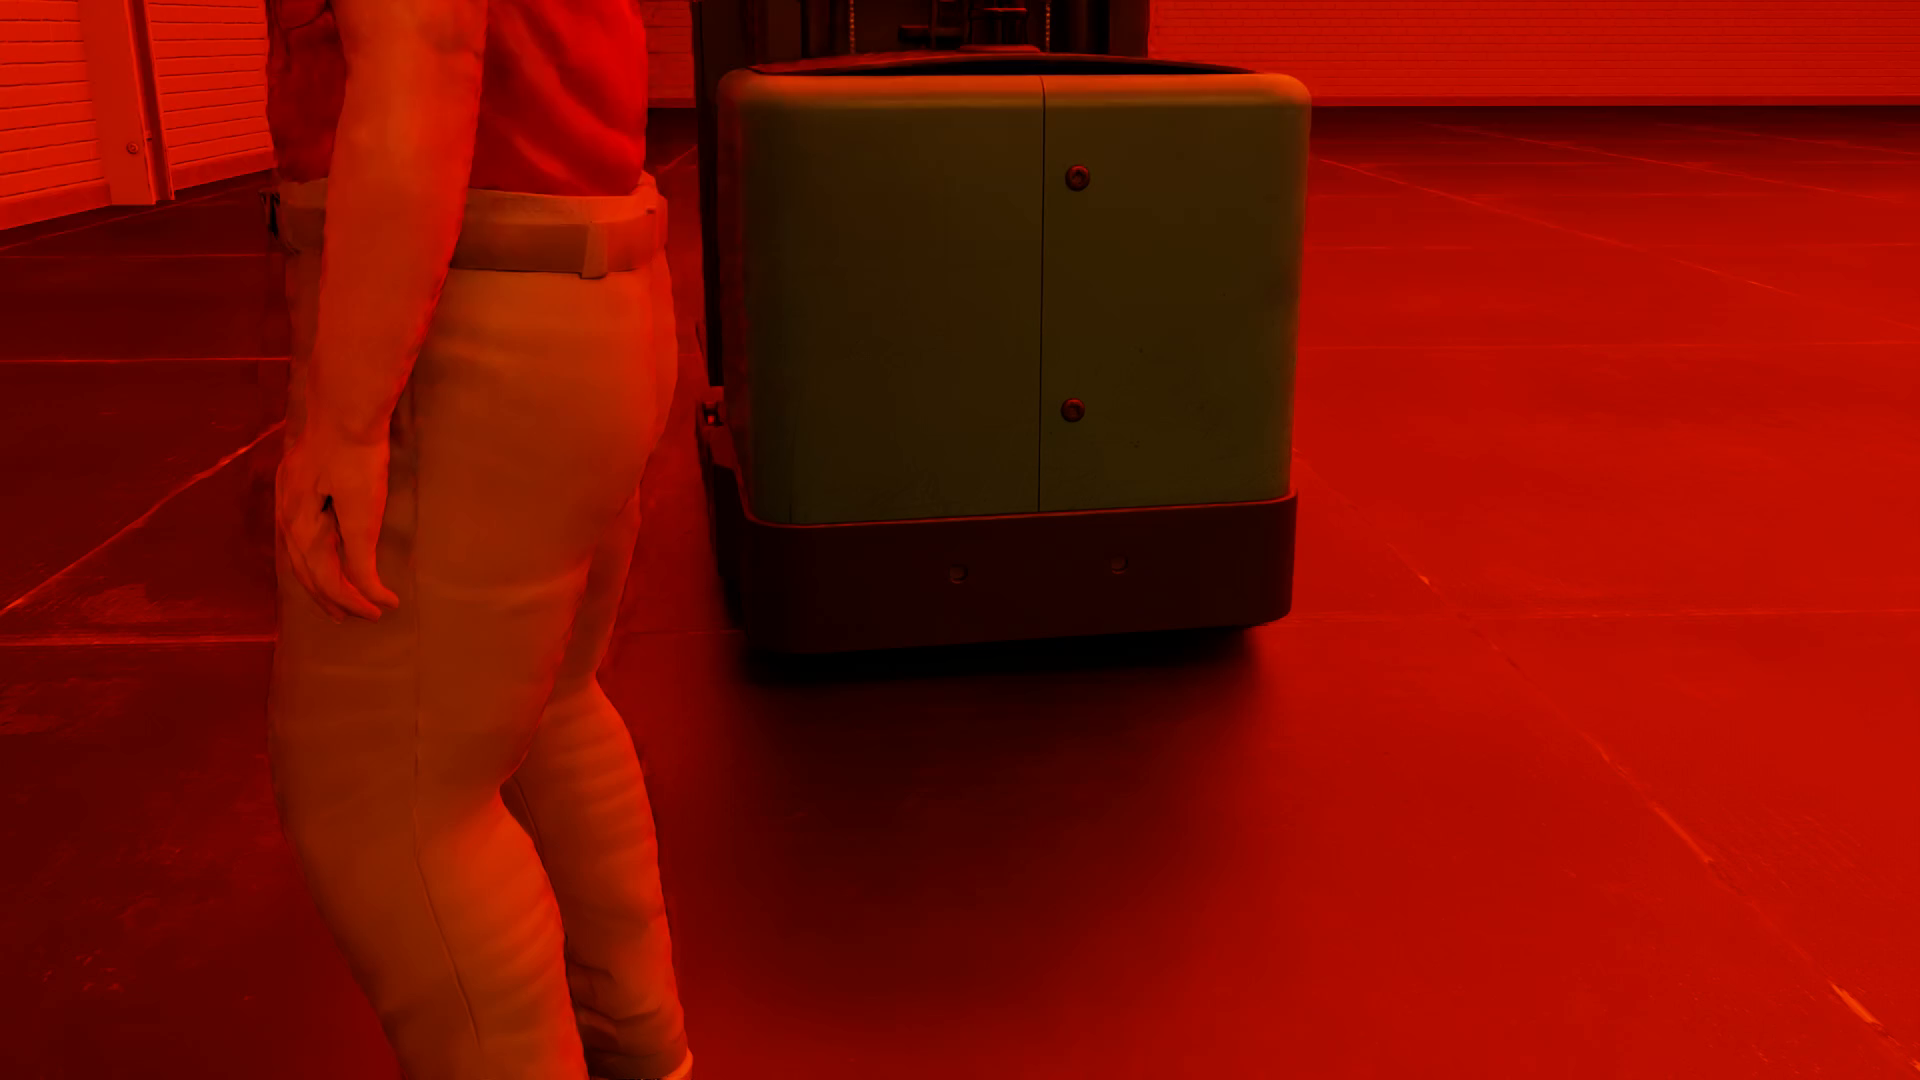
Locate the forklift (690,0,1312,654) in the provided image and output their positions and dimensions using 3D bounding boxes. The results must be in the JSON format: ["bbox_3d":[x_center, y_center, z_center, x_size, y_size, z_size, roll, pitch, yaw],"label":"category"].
[{"bbox_3d":[-0.136,-1.585,4.088,1.130,2.935,3.031,-3,17,-10],"label":"forklift"}]

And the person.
[{"bbox_3d":[-0.463,-0.153,1.471,0.408,1.724,0.630,-1,17,-3],"label":"person"}]
